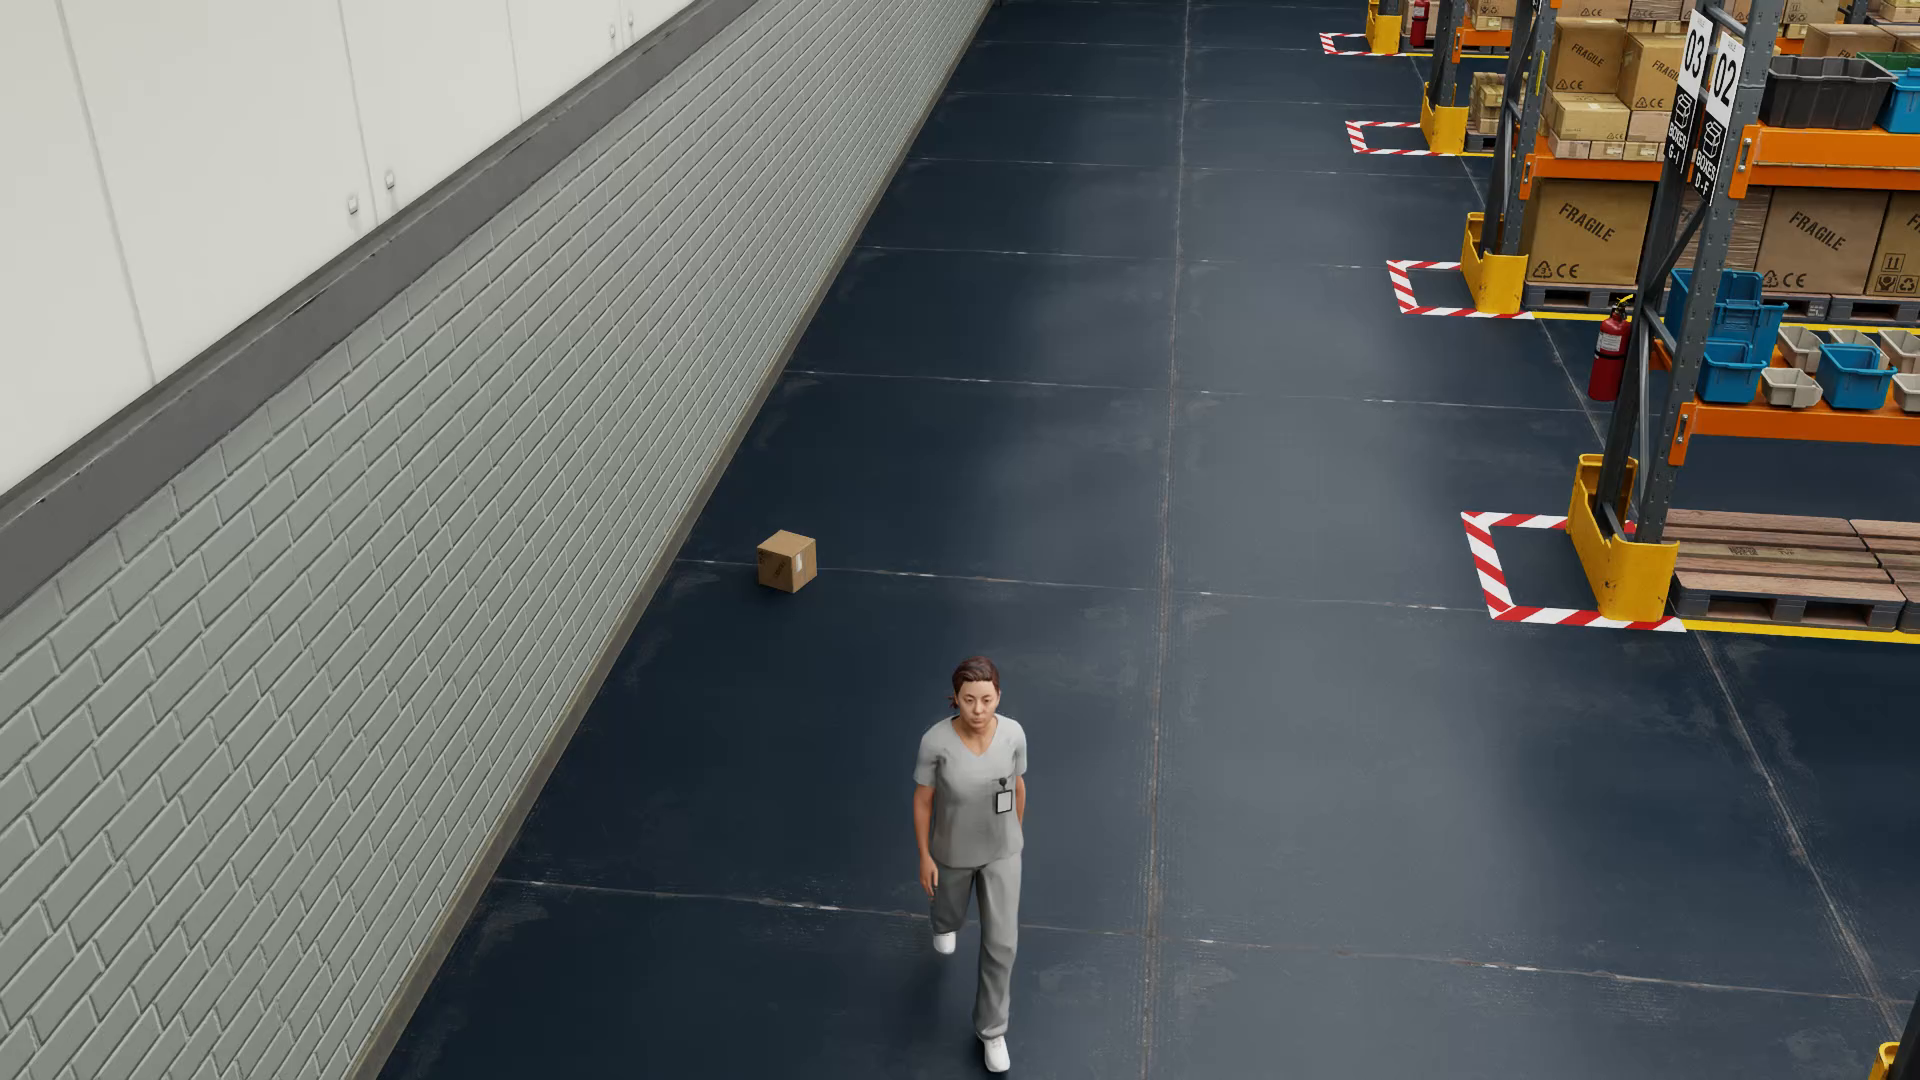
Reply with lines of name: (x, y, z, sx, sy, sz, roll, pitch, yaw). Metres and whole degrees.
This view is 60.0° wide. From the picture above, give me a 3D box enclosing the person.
person: (0.039, 1.172, 6.464, 0.446, 1.629, 0.907, -3, 29, -5)
